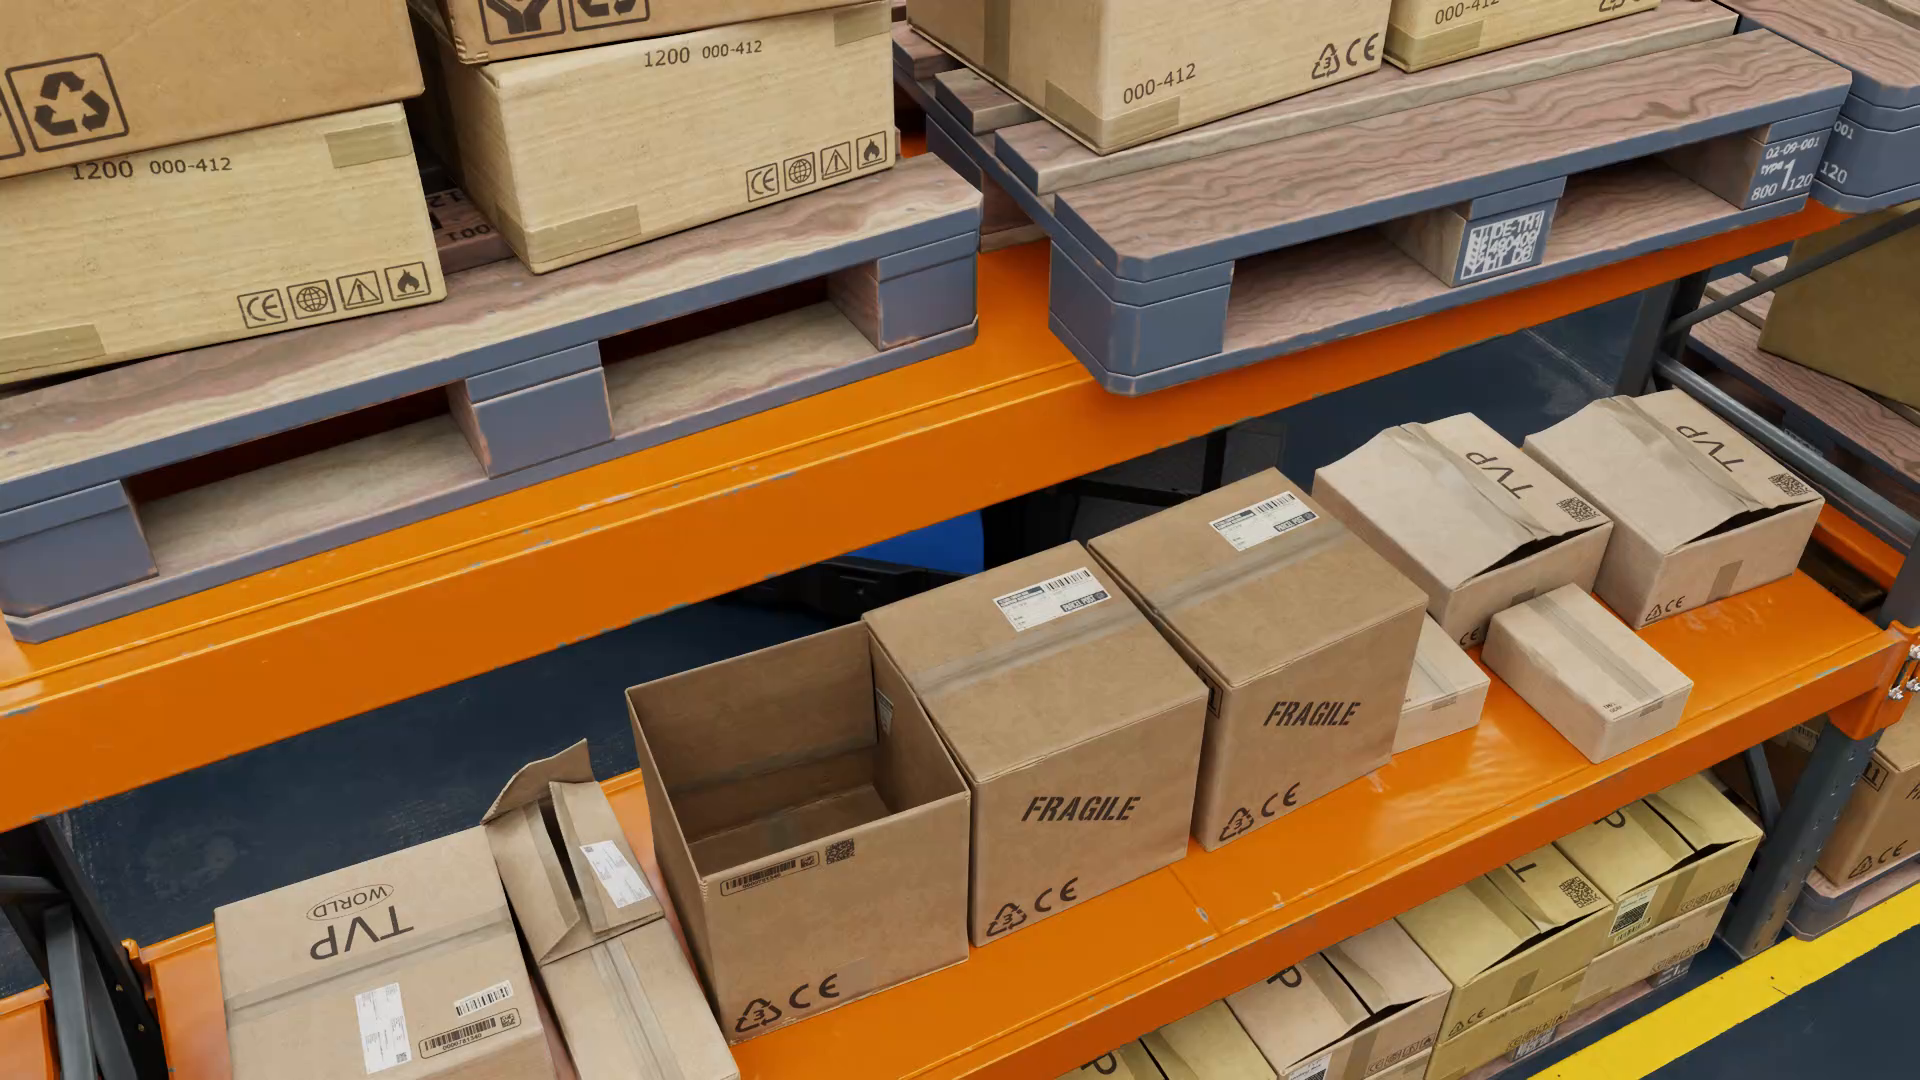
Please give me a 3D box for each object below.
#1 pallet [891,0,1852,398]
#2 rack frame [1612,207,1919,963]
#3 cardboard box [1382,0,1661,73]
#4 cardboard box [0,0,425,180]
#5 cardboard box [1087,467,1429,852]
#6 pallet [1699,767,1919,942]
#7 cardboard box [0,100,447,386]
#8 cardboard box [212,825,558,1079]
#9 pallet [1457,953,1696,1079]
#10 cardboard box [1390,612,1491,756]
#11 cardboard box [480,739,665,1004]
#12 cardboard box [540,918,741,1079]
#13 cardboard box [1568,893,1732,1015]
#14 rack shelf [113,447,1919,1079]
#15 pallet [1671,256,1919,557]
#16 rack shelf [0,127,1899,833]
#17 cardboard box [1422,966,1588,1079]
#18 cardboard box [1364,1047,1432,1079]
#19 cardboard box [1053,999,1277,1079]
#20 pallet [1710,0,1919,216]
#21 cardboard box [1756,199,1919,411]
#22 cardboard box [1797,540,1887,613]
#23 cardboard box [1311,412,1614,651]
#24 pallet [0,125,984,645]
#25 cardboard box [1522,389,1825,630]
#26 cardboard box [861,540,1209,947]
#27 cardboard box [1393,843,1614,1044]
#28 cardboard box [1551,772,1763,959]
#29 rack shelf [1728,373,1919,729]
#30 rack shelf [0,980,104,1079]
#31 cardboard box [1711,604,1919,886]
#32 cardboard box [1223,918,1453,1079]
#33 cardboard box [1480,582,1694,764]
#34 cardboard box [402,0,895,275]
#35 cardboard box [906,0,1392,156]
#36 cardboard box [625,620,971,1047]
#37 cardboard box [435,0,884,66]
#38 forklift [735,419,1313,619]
[{"bbox_3d":[0.534,-0.711,2.592,1.213,0.211,1.003,-17,43,-19],"label":"pallet"},{"bbox_3d":[2.085,-0.227,4.197,0.127,3.000,1.000,-19,44,-21],"label":"rack frame"},{"bbox_3d":[0.739,-0.976,2.551,0.500,0.250,0.500,-19,44,-21],"label":"cardboard box"},{"bbox_3d":[-0.898,-0.729,1.678,0.500,0.500,0.500,-18,43,-20],"label":"cardboard box"},{"bbox_3d":[0.604,0.245,3.562,0.500,0.500,0.500,-21,45,-23],"label":"cardboard box"},{"bbox_3d":[2.764,0.636,5.335,1.213,0.211,1.003,-19,44,-21],"label":"pallet"},{"bbox_3d":[-0.912,-0.460,1.941,0.500,0.250,0.500,-14,42,-16],"label":"cardboard box"},{"bbox_3d":[-1.046,0.852,3.038,0.500,0.250,0.500,-16,43,-18],"label":"cardboard box"},{"bbox_3d":[1.337,1.061,4.834,1.213,0.211,1.003,-19,44,-21],"label":"pallet"},{"bbox_3d":[0.980,0.282,3.790,0.250,0.149,0.380,-15,43,-18],"label":"cardboard box"},{"bbox_3d":[-0.768,0.650,3.264,0.258,0.266,0.396,-20,44,-22],"label":"cardboard box"},{"bbox_3d":[-0.583,0.915,3.041,0.250,0.149,0.380,-19,44,-21],"label":"cardboard box"},{"bbox_3d":[1.731,0.959,4.599,0.500,0.250,0.500,-18,43,-20],"label":"cardboard box"},{"bbox_3d":[0.311,0.644,3.724,4.000,0.370,1.077,-19,44,-21],"label":"rack shelf"},{"bbox_3d":[2.654,-0.396,4.545,1.003,0.211,1.213,-19,44,-21],"label":"pallet"},{"bbox_3d":[0.311,-0.500,2.755,4.000,0.370,1.077,-19,44,-21],"label":"rack shelf"},{"bbox_3d":[1.275,1.115,4.415,0.500,0.250,0.500,-19,44,-21],"label":"cardboard box"},{"bbox_3d":[0.828,1.263,4.239,0.500,0.250,0.500,-18,43,-20],"label":"cardboard box"},{"bbox_3d":[0.382,1.202,3.878,0.500,0.311,0.500,-17,43,-19],"label":"cardboard box"},{"bbox_3d":[1.524,-1.046,2.989,1.003,0.211,1.213,-17,43,-19],"label":"pallet"},{"bbox_3d":[2.591,-0.678,4.327,0.700,0.500,0.500,31,49,31],"label":"cardboard box"},{"bbox_3d":[2.806,0.145,5.351,0.500,0.500,0.500,-17,43,-19],"label":"cardboard box"},{"bbox_3d":[1.202,-0.037,4.041,0.500,0.311,0.500,-19,44,-21],"label":"cardboard box"},{"bbox_3d":[-0.687,-0.376,2.199,1.217,0.209,0.805,-20,44,-22],"label":"pallet"},{"bbox_3d":[1.742,-0.110,4.127,0.500,0.311,0.500,-16,43,-18],"label":"cardboard box"},{"bbox_3d":[0.137,0.402,3.376,0.500,0.500,0.500,-19,44,-21],"label":"cardboard box"},{"bbox_3d":[1.276,0.904,4.229,0.500,0.311,0.500,-19,44,-21],"label":"cardboard box"},{"bbox_3d":[1.734,0.746,4.417,0.500,0.311,0.500,-17,43,-20],"label":"cardboard box"},{"bbox_3d":[3.859,-0.549,5.134,4.000,0.370,1.077,-19,44,-21],"label":"rack shelf"},{"bbox_3d":[-3.237,1.838,2.314,4.000,0.370,1.077,-19,44,-21],"label":"rack shelf"},{"bbox_3d":[2.621,0.587,4.829,0.500,0.500,0.500,-17,43,-19],"label":"cardboard box"},{"bbox_3d":[0.827,1.053,4.053,0.500,0.311,0.500,-19,44,-21],"label":"cardboard box"},{"bbox_3d":[1.415,0.296,3.774,0.250,0.149,0.380,-19,44,-21],"label":"cardboard box"},{"bbox_3d":[-0.426,-0.625,2.136,0.500,0.250,0.500,-23,45,-25],"label":"cardboard box"},{"bbox_3d":[0.261,-0.817,2.363,0.500,0.250,0.500,-22,45,-24],"label":"cardboard box"},{"bbox_3d":[-0.307,0.551,3.199,0.500,0.500,0.500,-16,43,-18],"label":"cardboard box"},{"bbox_3d":[-0.403,-0.912,1.895,0.500,0.500,0.500,-15,42,-17],"label":"cardboard box"},{"bbox_3d":[0.639,-1.010,5.175,3.031,2.935,1.130,9,41,10],"label":"forklift"}]
